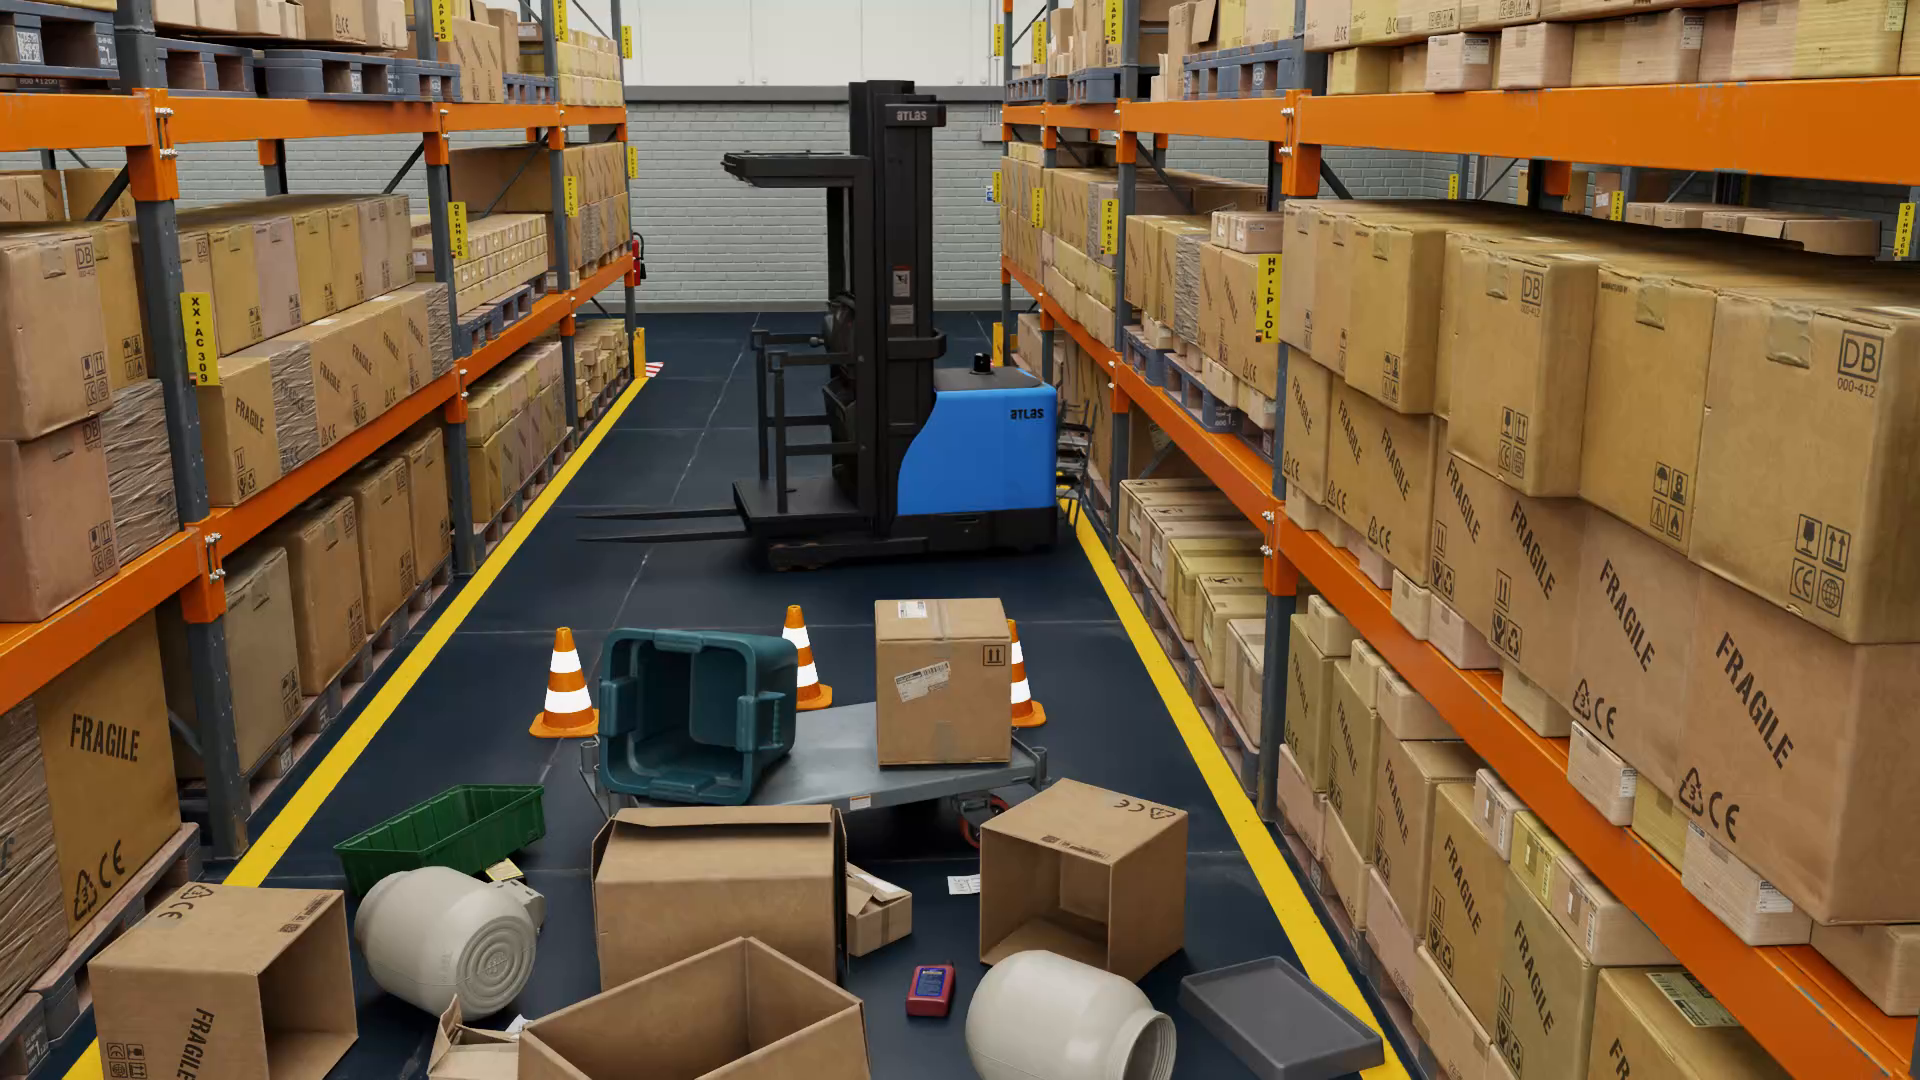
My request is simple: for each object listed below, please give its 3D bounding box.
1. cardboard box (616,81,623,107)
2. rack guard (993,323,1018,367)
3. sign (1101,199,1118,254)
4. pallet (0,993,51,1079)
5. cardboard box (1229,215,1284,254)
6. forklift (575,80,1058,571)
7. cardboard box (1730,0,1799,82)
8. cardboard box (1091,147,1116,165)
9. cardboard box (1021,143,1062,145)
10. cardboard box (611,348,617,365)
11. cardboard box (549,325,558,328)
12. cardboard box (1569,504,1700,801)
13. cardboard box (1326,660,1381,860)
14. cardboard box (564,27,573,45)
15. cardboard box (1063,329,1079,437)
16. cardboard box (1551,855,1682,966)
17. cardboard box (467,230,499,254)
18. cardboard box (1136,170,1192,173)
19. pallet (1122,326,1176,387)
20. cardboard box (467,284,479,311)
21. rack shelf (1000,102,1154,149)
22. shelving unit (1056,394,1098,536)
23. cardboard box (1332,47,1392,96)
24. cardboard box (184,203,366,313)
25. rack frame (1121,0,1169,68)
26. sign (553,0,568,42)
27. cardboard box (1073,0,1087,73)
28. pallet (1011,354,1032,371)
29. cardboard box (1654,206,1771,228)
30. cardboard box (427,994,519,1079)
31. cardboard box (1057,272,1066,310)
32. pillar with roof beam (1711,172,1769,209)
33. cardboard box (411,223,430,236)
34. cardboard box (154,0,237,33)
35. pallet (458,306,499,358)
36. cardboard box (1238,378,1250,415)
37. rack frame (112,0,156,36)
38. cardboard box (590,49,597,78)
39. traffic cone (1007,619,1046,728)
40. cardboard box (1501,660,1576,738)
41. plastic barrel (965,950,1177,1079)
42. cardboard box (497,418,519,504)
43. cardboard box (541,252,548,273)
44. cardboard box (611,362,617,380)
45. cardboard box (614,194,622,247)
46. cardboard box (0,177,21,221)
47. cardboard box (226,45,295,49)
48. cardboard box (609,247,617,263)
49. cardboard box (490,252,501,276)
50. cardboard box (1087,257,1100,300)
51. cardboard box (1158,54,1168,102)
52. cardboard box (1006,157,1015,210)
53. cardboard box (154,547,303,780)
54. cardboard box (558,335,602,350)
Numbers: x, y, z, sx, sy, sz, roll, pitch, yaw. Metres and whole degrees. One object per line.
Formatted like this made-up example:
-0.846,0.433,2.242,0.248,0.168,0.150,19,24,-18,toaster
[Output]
-3.683,-4.496,16.761,0.500,0.250,0.500,-1,14,-5,cardboard box
0.958,-2.122,18.269,1.175,0.500,0.348,-1,14,-3,rack guard
0.901,-1.888,10.021,0.100,0.325,0.005,-1,14,-3,sign
-3.184,1.605,4.367,1.003,0.211,1.213,-1,14,-3,pallet
1.393,-1.334,7.251,0.380,0.149,0.250,-1,14,-5,cardboard box
-0.944,-1.371,10.474,3.031,2.935,1.130,-3,15,-13,forklift
1.619,-0.891,2.952,0.380,0.149,0.250,0,14,-2,cardboard box
1.357,-3.387,14.663,0.380,0.149,0.250,-1,14,-4,cardboard box
0.797,-3.820,16.346,0.380,0.149,0.250,-1,14,-3,cardboard box
-3.579,-1.807,16.311,0.380,0.149,0.250,-1,14,-3,cardboard box
-4.257,-2.069,16.731,0.380,0.149,0.250,-1,14,-4,cardboard box
1.615,0.205,3.412,0.500,0.500,0.500,-1,14,-3,cardboard box
1.515,0.707,5.429,0.500,0.500,0.500,0,14,-1,cardboard box
-3.530,-4.316,14.260,0.380,0.149,0.250,-1,14,-5,cardboard box
1.325,-1.353,13.686,0.875,0.875,0.875,0,14,-2,cardboard box
1.551,0.818,3.695,0.380,0.149,0.250,0,14,-2,cardboard box
-3.398,-2.050,11.441,0.380,0.149,0.250,0,14,-2,cardboard box
1.525,-2.628,13.015,0.500,0.500,0.500,-1,14,-2,cardboard box
1.605,-1.068,9.543,1.213,0.211,1.003,-1,14,-3,pallet
-3.339,-1.565,10.751,0.380,0.149,0.250,0,14,-1,cardboard box
1.083,-3.933,15.717,1.077,0.370,4.000,-1,14,-3,rack shelf
0.700,-0.497,11.080,0.258,0.900,0.210,6,15,-12,shelving unit
1.435,-1.526,5.420,0.380,0.149,0.250,-1,14,-3,cardboard box
-3.395,-1.403,8.251,0.700,0.500,0.500,-1,14,-4,cardboard box
1.455,-4.242,9.454,1.000,3.000,0.127,-1,14,-3,rack frame
-3.174,-4.133,13.223,0.100,0.325,0.005,-1,14,-3,sign
1.056,-3.475,11.450,0.500,0.500,0.500,-1,14,-3,cardboard box
1.087,-1.778,17.514,1.003,0.211,1.213,-1,14,-3,pallet
6.000,-2.408,13.323,0.700,0.500,0.500,-1,14,-3,cardboard box
-1.287,1.483,4.731,0.396,0.266,0.258,2,15,6,cardboard box
1.020,-1.889,12.649,0.500,0.250,0.500,-1,14,-4,cardboard box
2.721,-5.435,14.091,9.100,9.000,0.400,-1,14,-3,pillar with roof beam
-4.096,-2.236,12.164,0.380,0.149,0.250,-1,14,-4,cardboard box
-3.048,-2.085,6.551,0.250,0.149,0.380,-1,14,-3,cardboard box
-3.630,-1.318,10.514,1.213,0.211,1.003,-1,14,-3,pallet
1.397,-0.613,7.051,0.380,0.149,0.250,-1,14,-5,cardboard box
-3.232,-3.146,5.193,1.000,3.000,0.127,-1,14,-3,rack frame
-3.611,-4.356,15.215,0.500,0.250,0.500,-2,15,-6,cardboard box
0.229,0.600,7.766,0.336,0.463,0.334,-1,14,-3,traffic cone
1.565,0.368,4.081,0.380,0.149,0.250,-1,14,-4,cardboard box
0.311,1.410,4.696,0.512,0.421,0.421,10,18,35,plastic barrel
-3.303,-0.533,11.251,0.500,0.500,0.500,-1,14,-3,cardboard box
-3.505,-2.216,13.281,0.380,0.149,0.250,-1,14,-5,cardboard box
-3.580,-1.667,16.363,0.380,0.149,0.250,-2,15,-6,cardboard box
-3.664,-3.181,16.573,0.500,0.500,0.500,-1,14,-4,cardboard box
-8.481,-2.859,14.317,0.500,0.500,0.500,-1,14,-3,cardboard box
-3.623,-2.559,8.190,0.500,0.250,0.500,0,14,-2,cardboard box
-3.625,-2.839,16.544,0.380,0.149,0.250,0,14,-2,cardboard box
-3.390,-1.905,11.473,0.380,0.149,0.250,-1,14,-4,cardboard box
1.136,-1.750,11.107,0.500,0.250,0.500,-1,14,-5,cardboard box
1.320,-2.580,9.283,0.396,0.266,0.258,-1,14,-3,cardboard box
0.744,-3.607,16.818,0.500,0.500,0.500,-1,14,-5,cardboard box
-3.360,0.493,6.763,1.050,0.750,0.750,-1,14,-4,cardboard box
-3.658,-1.883,16.011,0.380,0.149,0.250,-1,14,-5,cardboard box
